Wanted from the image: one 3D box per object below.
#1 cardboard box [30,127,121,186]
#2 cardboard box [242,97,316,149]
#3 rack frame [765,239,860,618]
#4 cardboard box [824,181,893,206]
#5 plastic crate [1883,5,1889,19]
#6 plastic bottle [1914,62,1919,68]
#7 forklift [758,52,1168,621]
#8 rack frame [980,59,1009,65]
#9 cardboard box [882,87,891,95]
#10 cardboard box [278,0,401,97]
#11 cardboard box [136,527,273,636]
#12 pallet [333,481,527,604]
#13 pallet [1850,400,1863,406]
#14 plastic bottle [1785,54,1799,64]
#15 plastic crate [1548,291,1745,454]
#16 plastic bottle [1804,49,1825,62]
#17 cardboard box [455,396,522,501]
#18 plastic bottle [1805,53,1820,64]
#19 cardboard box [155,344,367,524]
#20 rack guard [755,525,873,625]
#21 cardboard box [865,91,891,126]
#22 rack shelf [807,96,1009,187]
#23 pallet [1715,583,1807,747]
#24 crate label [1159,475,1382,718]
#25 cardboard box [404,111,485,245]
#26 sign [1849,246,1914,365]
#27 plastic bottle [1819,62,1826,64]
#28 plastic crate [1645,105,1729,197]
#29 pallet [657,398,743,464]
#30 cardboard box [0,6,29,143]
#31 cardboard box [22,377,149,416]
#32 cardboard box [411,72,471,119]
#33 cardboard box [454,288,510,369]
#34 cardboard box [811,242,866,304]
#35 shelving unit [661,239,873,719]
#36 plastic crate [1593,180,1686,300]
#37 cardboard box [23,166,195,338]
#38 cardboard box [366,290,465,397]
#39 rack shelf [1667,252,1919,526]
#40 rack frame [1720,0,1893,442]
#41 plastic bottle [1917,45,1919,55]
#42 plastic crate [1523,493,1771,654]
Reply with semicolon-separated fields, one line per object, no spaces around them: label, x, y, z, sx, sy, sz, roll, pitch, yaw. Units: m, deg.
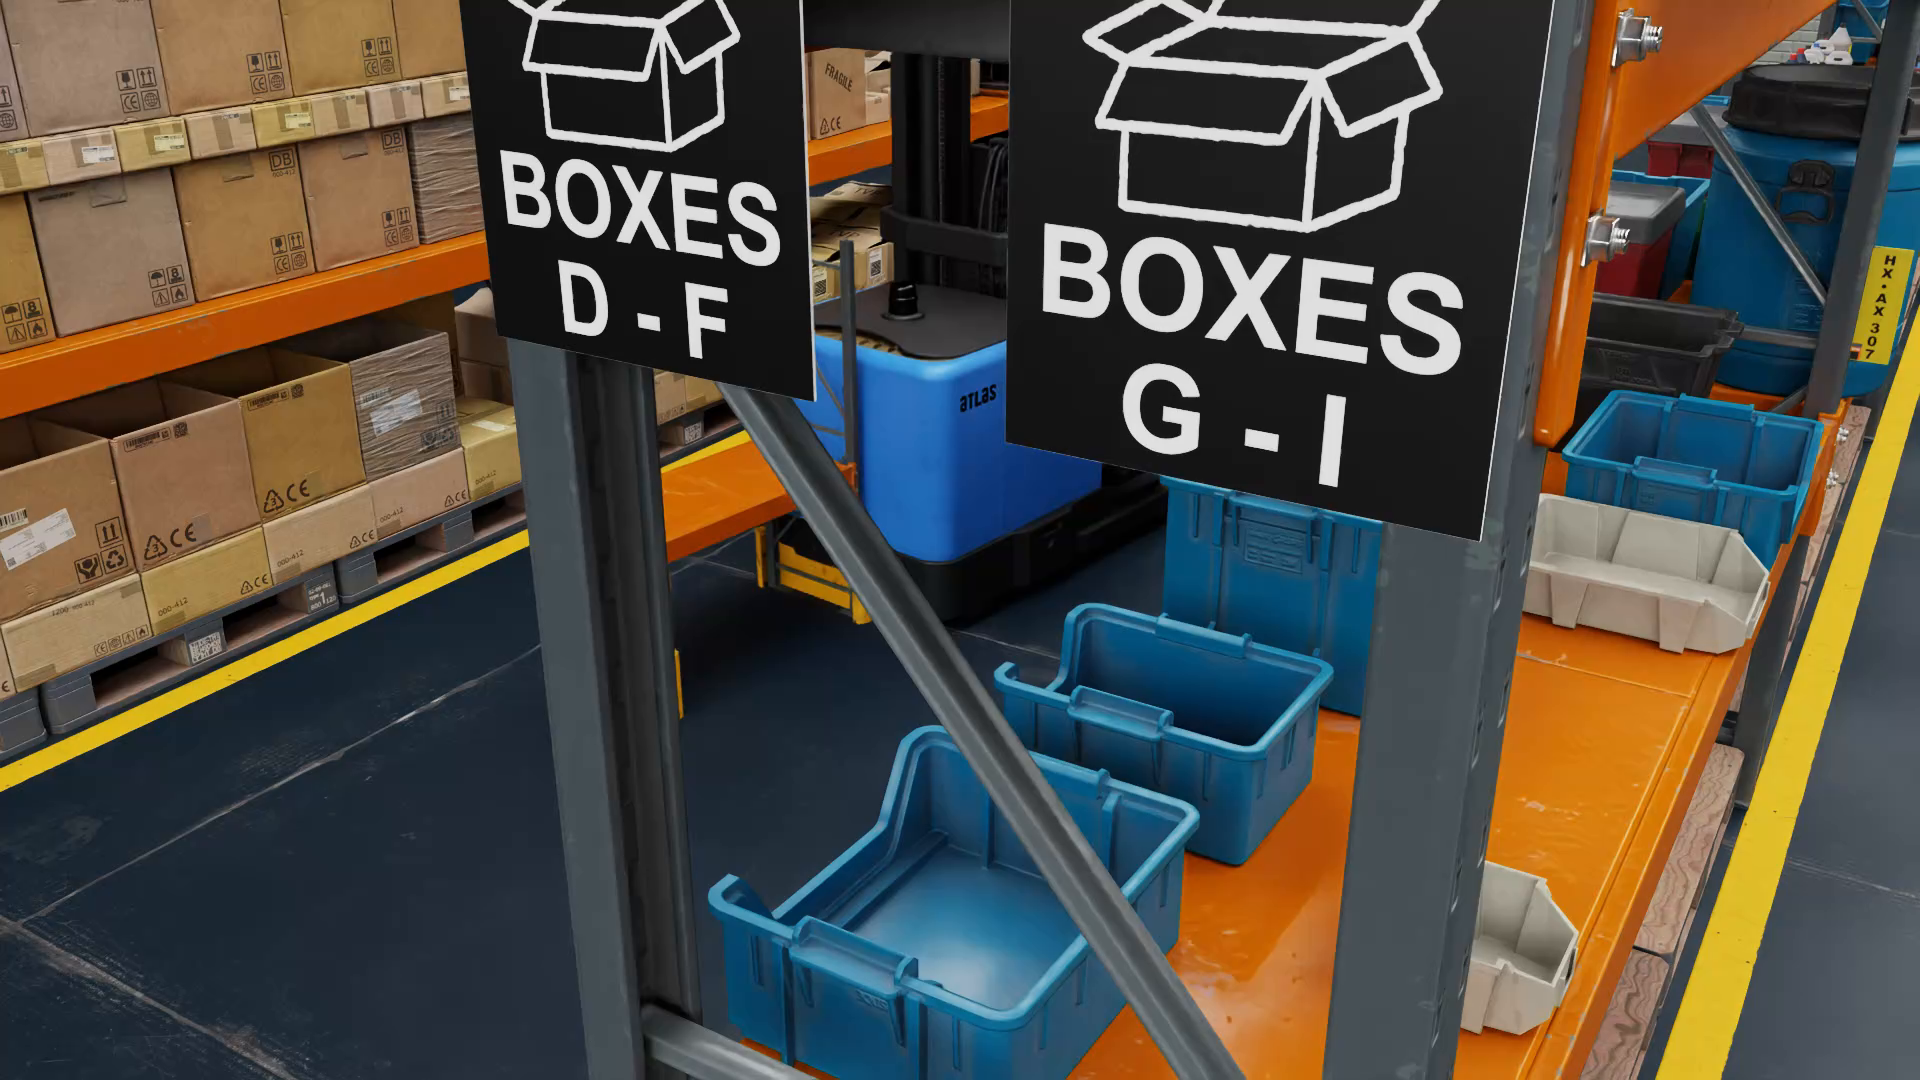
cardboard box;-3.010;-1.283;5.496;0.380;0.149;0.250;14;27;29
cardboard box;-2.601;-1.548;6.107;0.380;0.149;0.250;14;27;29
rack frame;-0.583;-0.440;6.379;0.500;1.500;0.032;18;29;35
cardboard box;-0.517;-2.107;10.567;0.500;0.311;0.500;15;28;31
plastic crate;7.172;-4.085;13.046;0.416;0.233;0.300;14;27;29
plastic bottle;5.624;-2.687;9.844;0.097;0.271;0.097;0;23;0
forklift;0.483;-1.551;7.142;1.130;2.935;3.031;18;29;35
rack frame;0.008;-3.034;10.482;1.000;3.000;0.127;14;27;29
cardboard box;-0.231;-2.557;9.697;0.380;0.149;0.250;14;27;29
cardboard box;-2.596;-2.003;6.342;0.700;0.500;0.500;14;27;29
cardboard box;-2.947;0.095;6.187;0.500;0.250;0.500;14;27;29
pallet;-2.557;-0.144;7.318;1.003;0.211;1.213;14;27;29
pallet;4.595;-0.990;9.270;1.003;0.211;1.213;14;27;29
plastic bottle;4.788;-2.629;9.608;0.144;0.351;0.185;14;27;29
plastic crate;1.720;-0.466;4.629;0.767;0.338;0.504;14;27;29
plastic bottle;5.268;-2.899;10.326;0.152;0.276;0.135;14;27;29
cardboard box;-2.160;-0.412;7.359;0.500;0.250;0.500;14;27;29
plastic bottle;5.146;-2.820;10.146;0.152;0.276;0.135;14;27;29
cardboard box;-2.695;-0.421;6.434;0.500;0.500;0.500;14;27;29
rack guard;-0.584;0.134;6.627;0.587;0.250;0.087;18;29;35
cardboard box;-0.616;-2.476;9.511;0.380;0.149;0.250;16;28;33
rack shelf;-1.047;-2.029;9.066;1.077;0.370;4.000;14;27;29
pallet;2.486;0.362;6.148;1.003;0.211;1.213;14;27;29
crate label;0.736;0.011;3.403;0.502;0.435;0.616;14;27;29
cardboard box;-2.330;-1.579;6.995;0.700;0.500;0.500;13;27;28
sign;2.566;-0.652;4.633;0.100;0.325;0.005;14;27;29
plastic bottle;5.081;-2.689;9.848;0.097;0.271;0.097;0;23;0
plastic crate;3.102;-1.543;6.957;0.402;0.464;0.583;14;27;29
pallet;-1.746;-0.661;8.511;1.003;0.211;1.213;14;27;29
cardboard box;-3.388;-1.497;5.173;0.700;0.500;0.500;14;27;29
cardboard box;-3.402;-0.361;6.297;0.500;0.500;0.500;14;27;29
cardboard box;-2.195;-1.808;6.707;0.380;0.149;0.250;13;27;28
cardboard box;-2.131;-1.069;8.170;0.500;0.311;0.500;14;27;29
cardboard box;-0.862;-1.478;9.116;0.500;0.311;0.500;15;27;30
shelving unit;-0.898;-0.286;6.024;0.587;1.500;1.083;18;29;35
plastic crate;2.100;-0.901;5.476;0.402;0.464;0.583;14;27;29
cardboard box;-3.140;-1.058;5.791;0.700;0.500;0.500;15;27;31
cardboard box;-2.612;-0.868;7.468;0.500;0.500;0.500;14;27;29
rack shelf;3.160;-0.989;6.665;1.077;0.370;4.000;14;27;29
rack frame;4.215;-1.994;8.082;1.000;3.000;0.127;14;27;29
plastic bottle;5.898;-2.911;10.260;0.144;0.351;0.185;14;27;29
plastic crate;1.463;0.078;3.627;0.530;0.136;0.437;14;27;29
